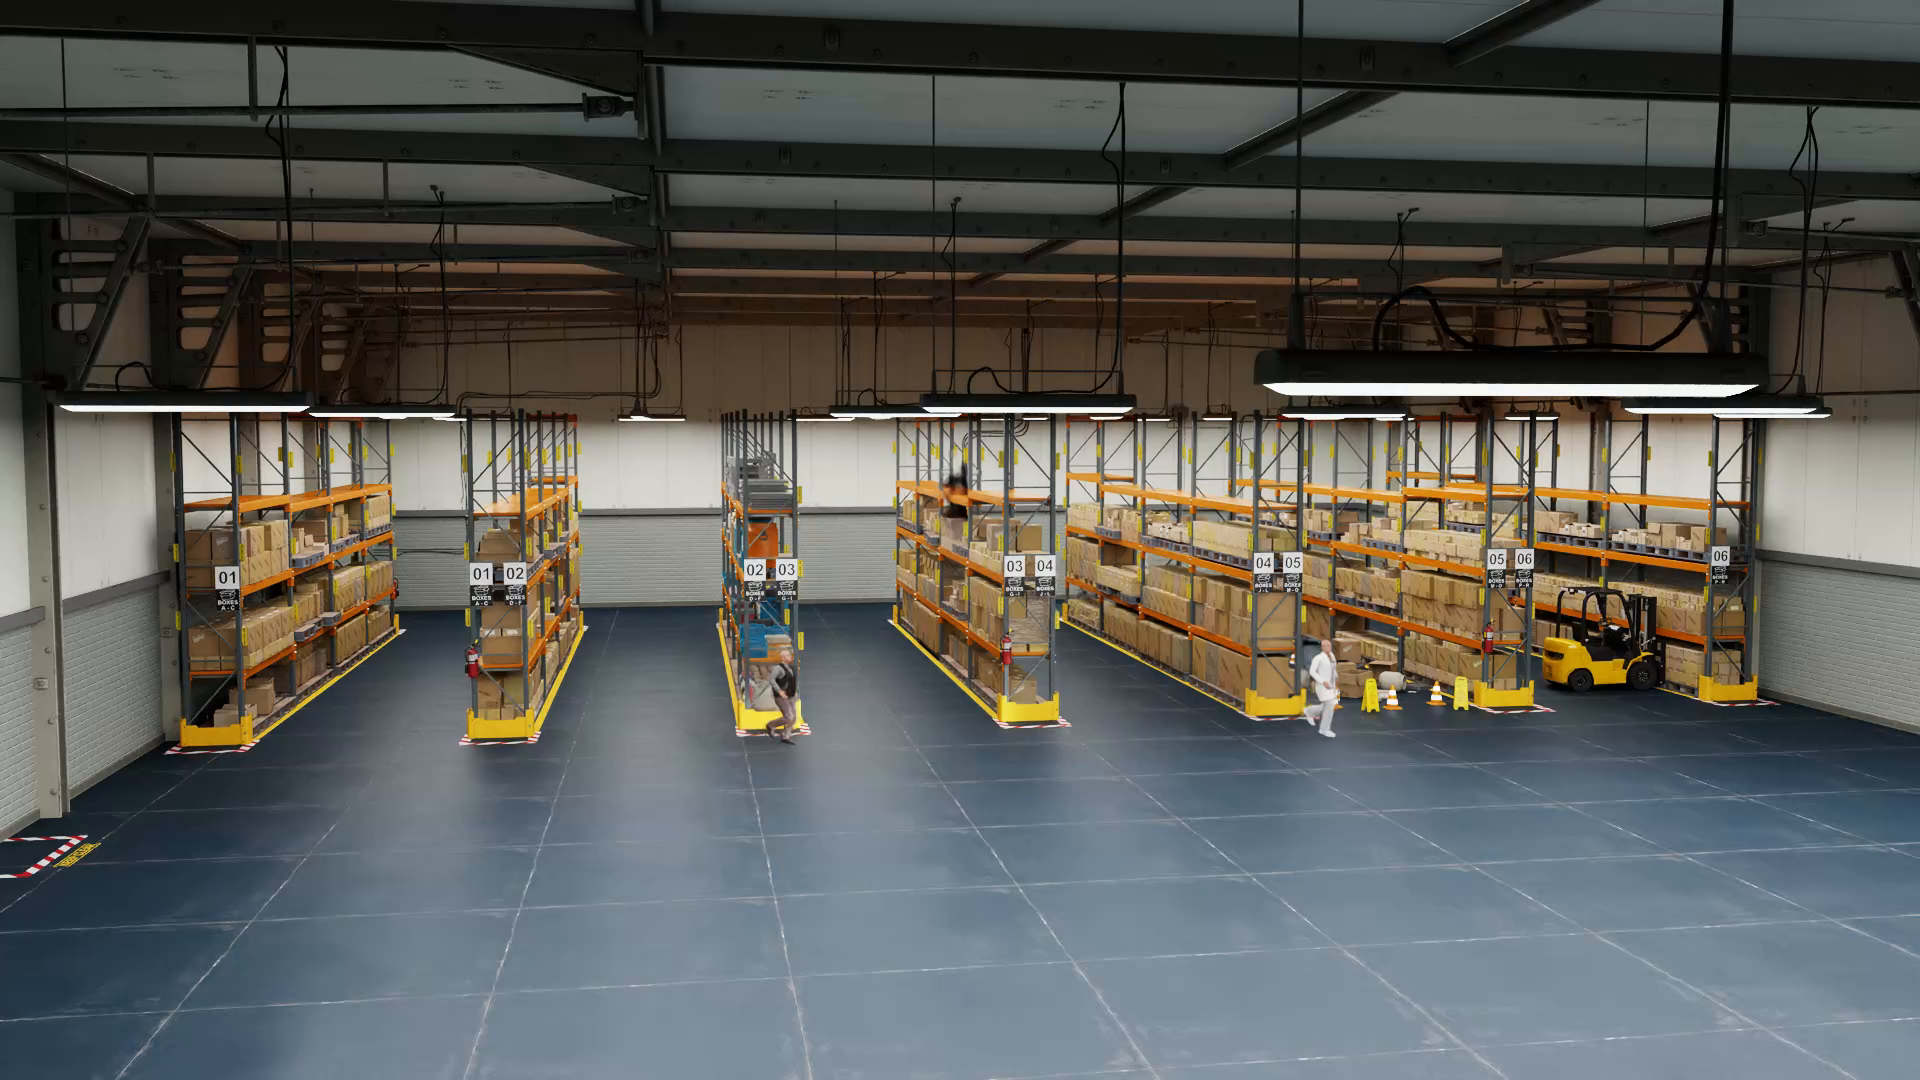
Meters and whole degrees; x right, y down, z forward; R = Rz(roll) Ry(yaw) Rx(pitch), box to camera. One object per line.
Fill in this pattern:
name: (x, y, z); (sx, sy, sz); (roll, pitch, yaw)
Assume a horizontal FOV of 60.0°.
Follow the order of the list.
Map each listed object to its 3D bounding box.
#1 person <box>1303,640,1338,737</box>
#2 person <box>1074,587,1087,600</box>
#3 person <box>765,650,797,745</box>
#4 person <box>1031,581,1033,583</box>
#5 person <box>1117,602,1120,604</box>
person: (6.661, 2.718, 30.723); (0.721, 1.774, 0.738); (-4, 6, -44)
person: (3.621, 1.400, 49.669); (0.877, 1.724, 0.696); (-1, 4, -10)
person: (-3.192, 2.818, 29.769); (0.556, 1.704, 0.680); (2, 4, 23)
person: (1.865, 1.573, 48.096); (0.621, 1.707, 0.689); (1, 4, 20)
person: (4.815, 1.443, 49.062); (0.693, 1.732, 0.727); (4, 6, 44)
